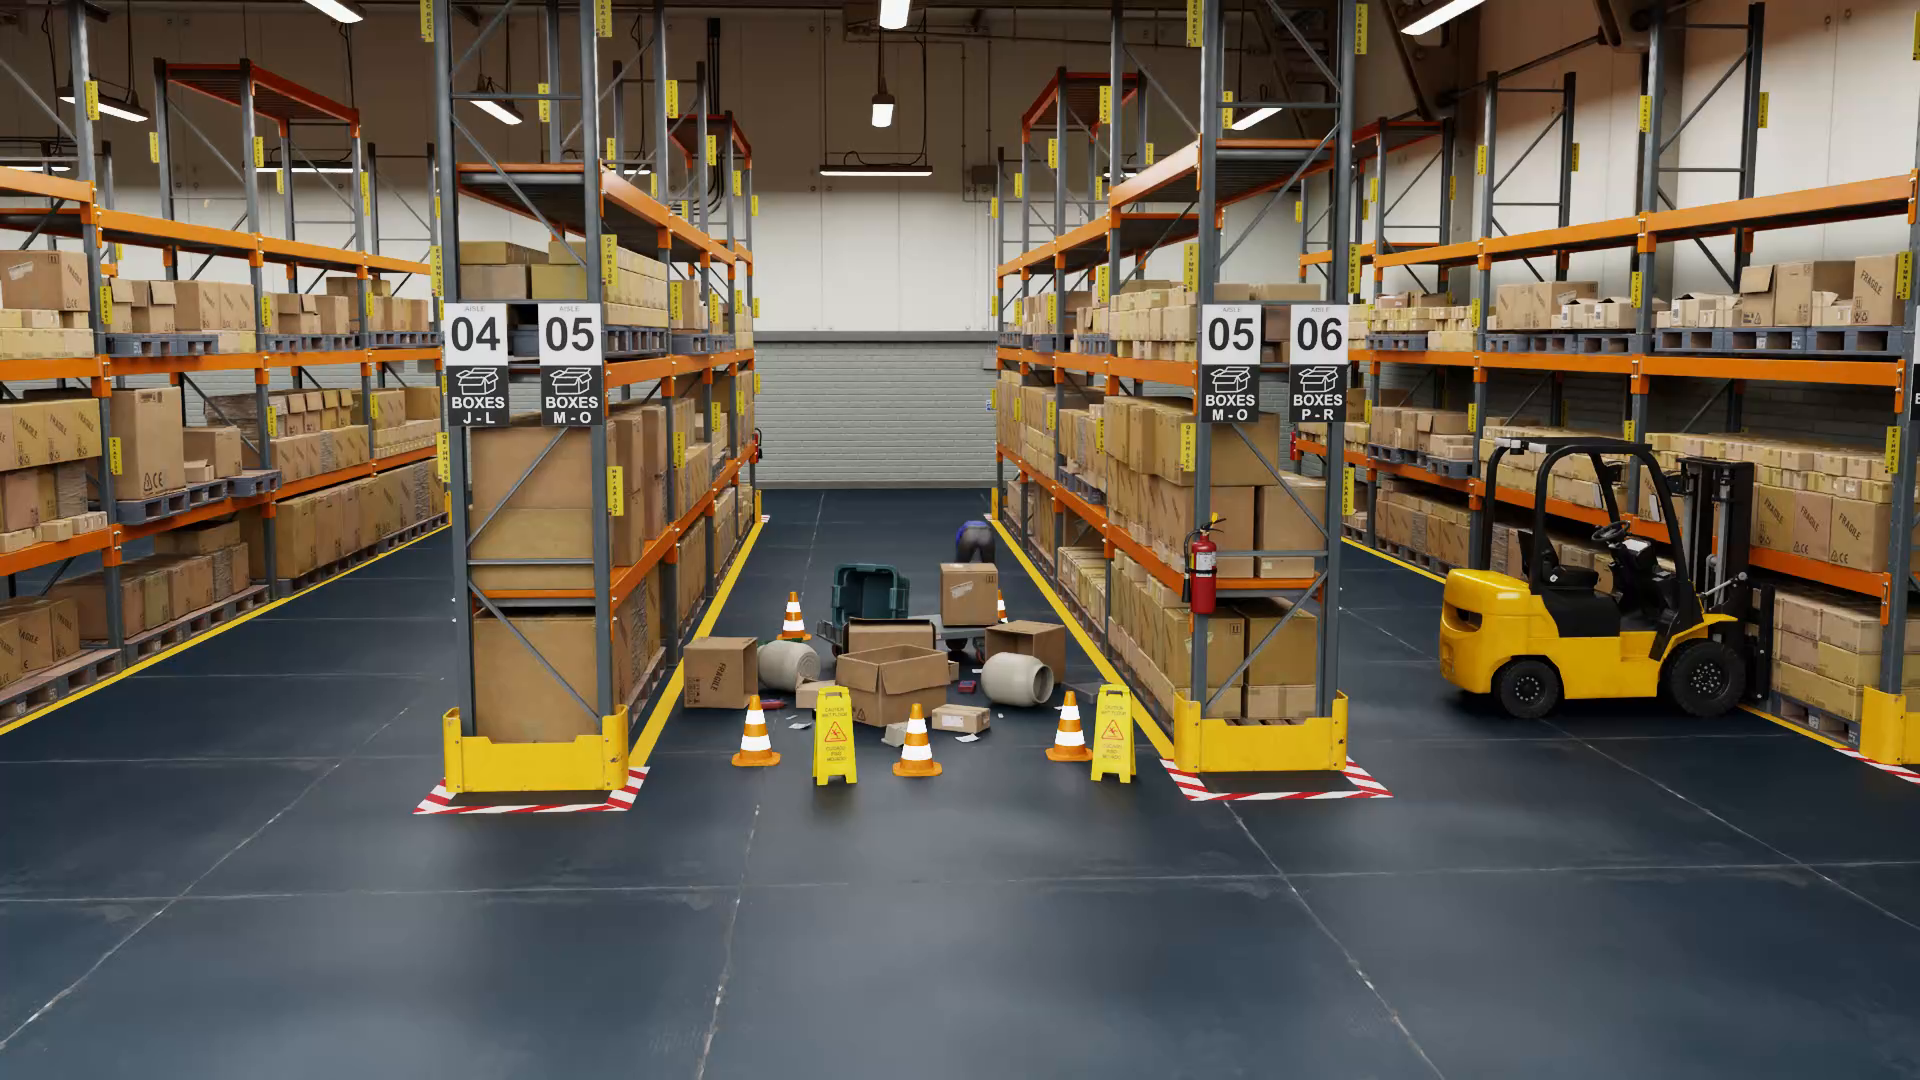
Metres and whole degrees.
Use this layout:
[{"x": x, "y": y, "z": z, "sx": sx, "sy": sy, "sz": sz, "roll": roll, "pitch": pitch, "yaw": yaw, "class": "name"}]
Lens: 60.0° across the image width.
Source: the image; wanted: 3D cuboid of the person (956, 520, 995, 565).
[{"x": 0.158, "y": 0.251, "z": 18.639, "sx": 0.446, "sy": 0.954, "sz": 0.876, "roll": -1, "pitch": 7, "yaw": -6, "class": "person"}]
